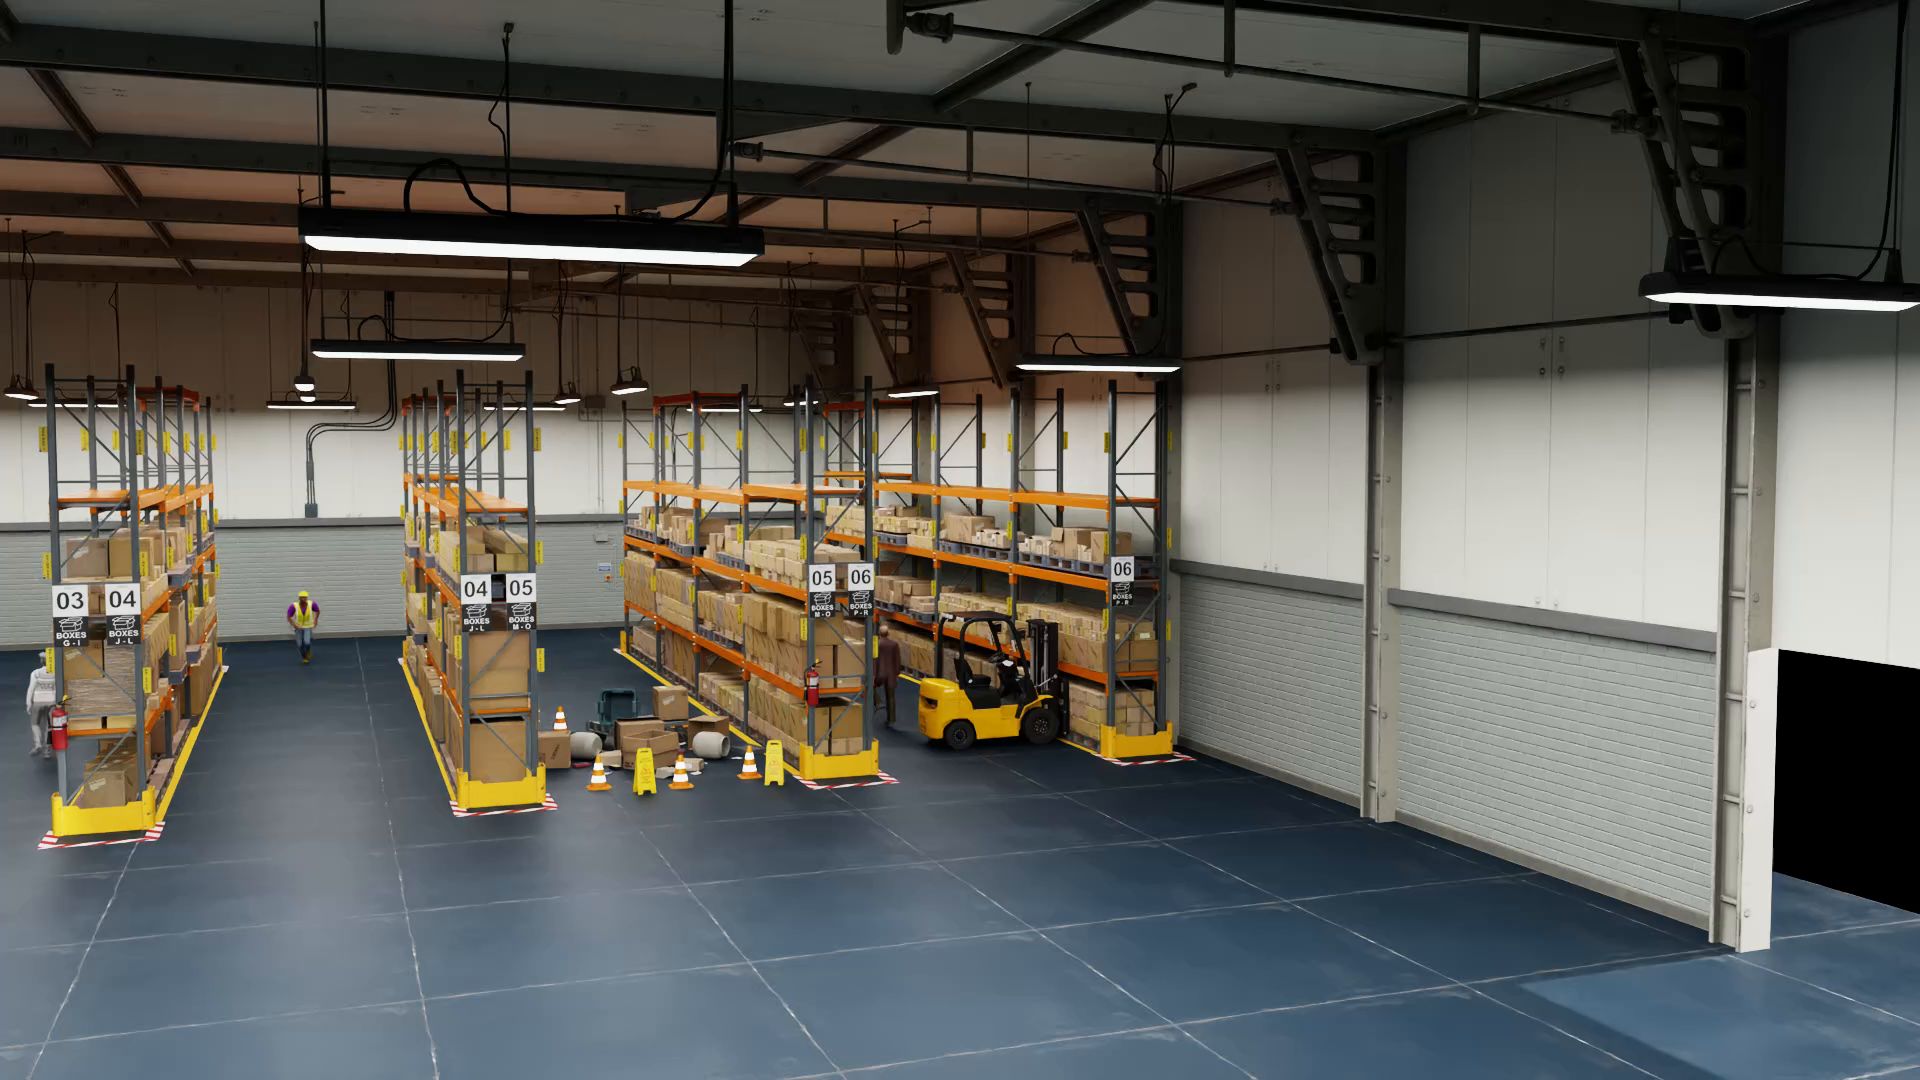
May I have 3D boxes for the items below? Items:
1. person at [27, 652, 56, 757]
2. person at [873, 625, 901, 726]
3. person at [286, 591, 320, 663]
[{"bbox_3d":[-14.509,2.618,26.378,0.520,1.672,0.426,-2,4,-28],"label":"person"},{"bbox_3d":[-1.323,2.386,29.336,0.622,1.755,0.656,-2,4,-27],"label":"person"},{"bbox_3d":[-14.868,1.970,37.652,0.668,1.665,0.697,-1,3,-13],"label":"person"}]
